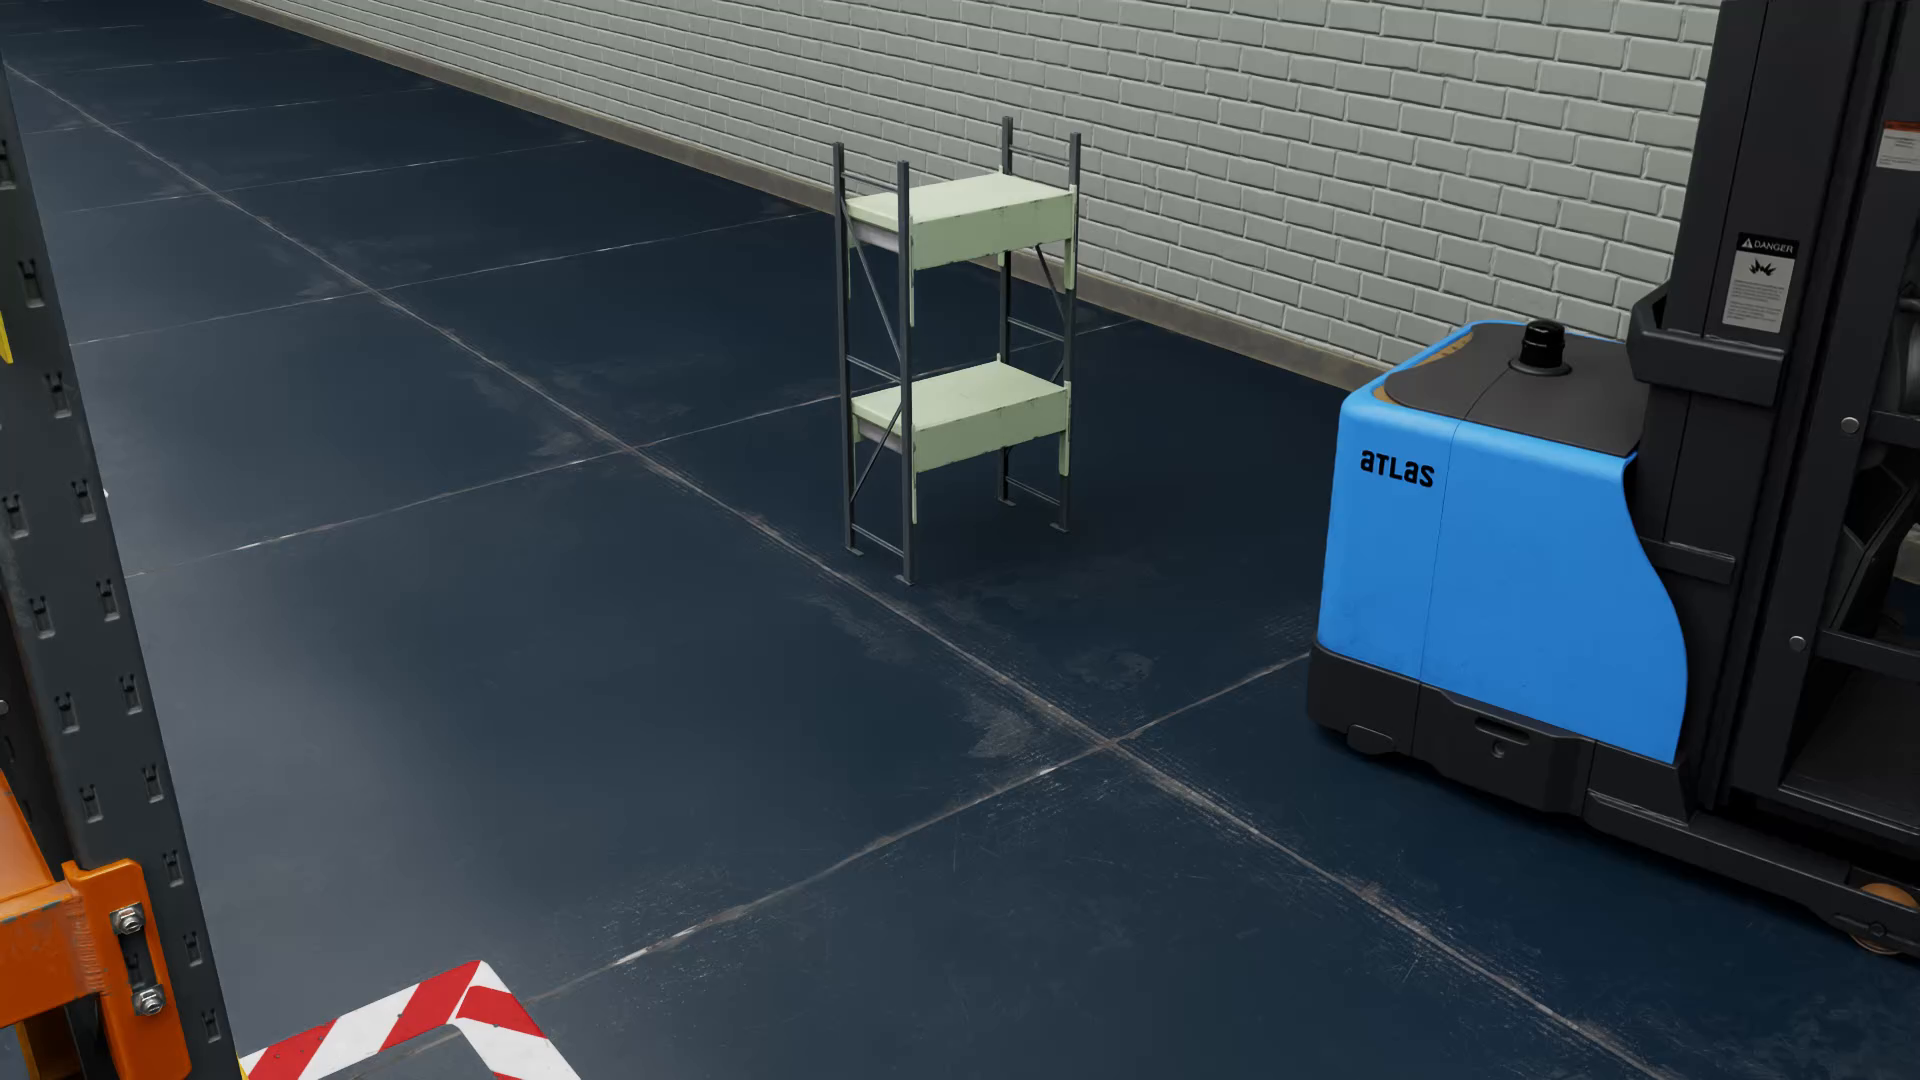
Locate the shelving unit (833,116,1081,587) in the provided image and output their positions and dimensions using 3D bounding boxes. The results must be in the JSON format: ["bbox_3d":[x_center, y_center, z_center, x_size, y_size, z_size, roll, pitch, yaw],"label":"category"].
[{"bbox_3d":[-0.005,-0.679,5.931,0.755,1.500,0.431,-18,31,-34],"label":"shelving unit"}]

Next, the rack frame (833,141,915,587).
[{"bbox_3d":[-0.293,-0.583,5.726,0.023,1.500,0.400,-18,31,-34],"label":"rack frame"}]

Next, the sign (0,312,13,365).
[{"bbox_3d":[-1.075,-0.356,1.798,0.005,0.325,0.100,-18,31,-34],"label":"sign"}]

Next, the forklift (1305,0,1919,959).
[{"bbox_3d":[2.501,-0.520,3.888,3.031,2.935,1.130,19,31,34],"label":"forklift"}]

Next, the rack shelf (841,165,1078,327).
[{"bbox_3d":[-0.005,-1.033,5.766,0.720,0.370,0.431,-18,31,-34],"label":"rack shelf"}]

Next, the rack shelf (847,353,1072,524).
[{"bbox_3d":[-0.005,-0.383,6.068,0.720,0.370,0.431,-18,31,-34],"label":"rack shelf"}]

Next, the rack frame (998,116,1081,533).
[{"bbox_3d":[0.283,-0.774,6.135,0.023,1.500,0.400,-18,31,-34],"label":"rack frame"}]

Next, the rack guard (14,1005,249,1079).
[{"bbox_3d":[-1.380,1.221,3.026,0.348,0.500,1.175,-18,31,-34],"label":"rack guard"}]

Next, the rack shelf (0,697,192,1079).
[{"bbox_3d":[-2.973,0.939,1.519,4.000,0.370,1.077,-18,31,-34],"label":"rack shelf"}]
